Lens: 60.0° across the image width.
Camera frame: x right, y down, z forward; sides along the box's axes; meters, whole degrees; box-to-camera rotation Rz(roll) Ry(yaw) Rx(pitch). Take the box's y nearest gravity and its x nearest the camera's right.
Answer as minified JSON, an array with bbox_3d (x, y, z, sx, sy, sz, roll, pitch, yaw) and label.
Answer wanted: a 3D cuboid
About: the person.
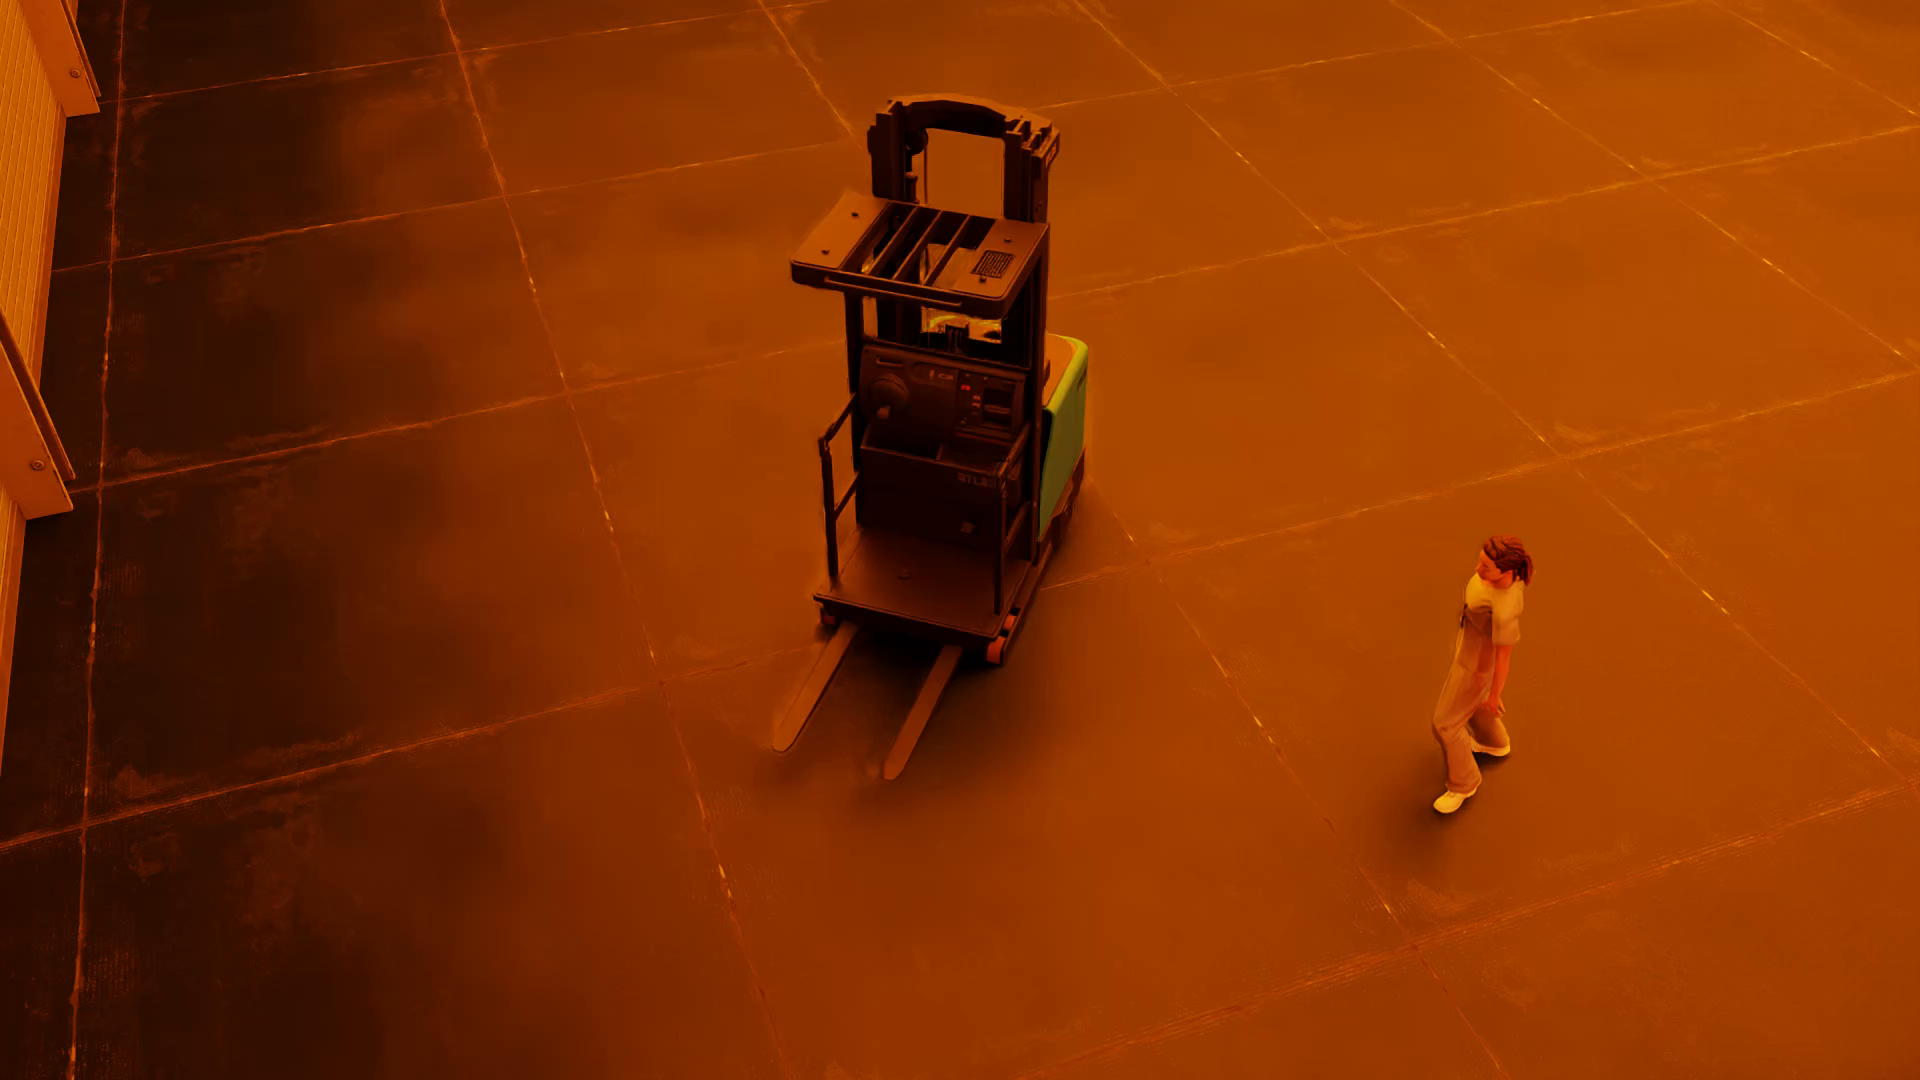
[{"bbox_3d":[2.680,0.589,8.357,0.459,1.651,0.801,11,41,13],"label":"person"}]

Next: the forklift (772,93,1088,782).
[{"bbox_3d":[-0.168,-0.714,8.846,1.130,2.935,3.031,12,42,14],"label":"forklift"}]
